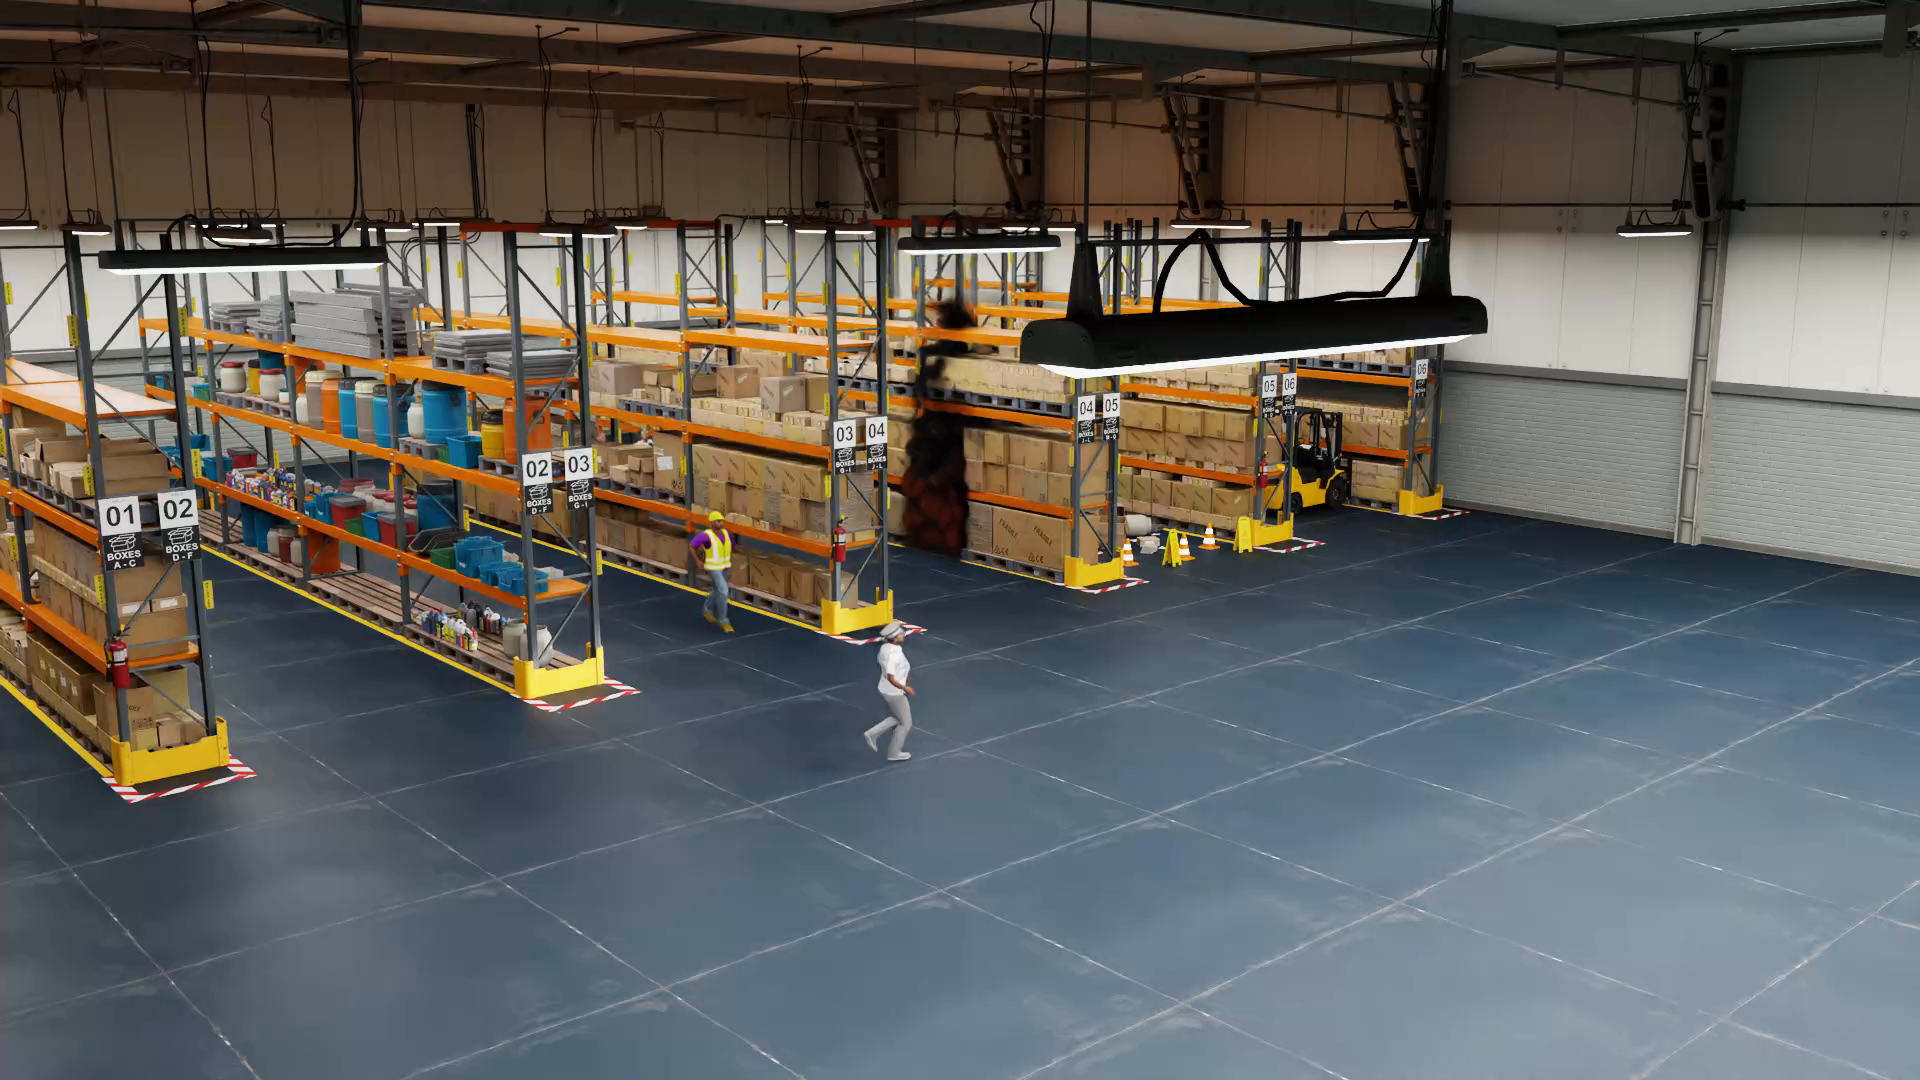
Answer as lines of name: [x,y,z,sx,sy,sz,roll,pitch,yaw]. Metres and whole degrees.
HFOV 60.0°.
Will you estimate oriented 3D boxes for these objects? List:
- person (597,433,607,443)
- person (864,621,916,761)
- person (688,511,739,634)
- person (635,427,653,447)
person: [-7.365,-1.381,34.462,0.590,1.686,0.657,10,15,41]
person: [-0.798,1.742,19.058,0.581,1.655,0.562,-4,12,-17]
person: [-3.662,0.466,25.068,0.807,1.821,0.677,8,14,34]
person: [-6.684,-1.587,35.575,0.624,1.663,0.492,-8,14,-34]
